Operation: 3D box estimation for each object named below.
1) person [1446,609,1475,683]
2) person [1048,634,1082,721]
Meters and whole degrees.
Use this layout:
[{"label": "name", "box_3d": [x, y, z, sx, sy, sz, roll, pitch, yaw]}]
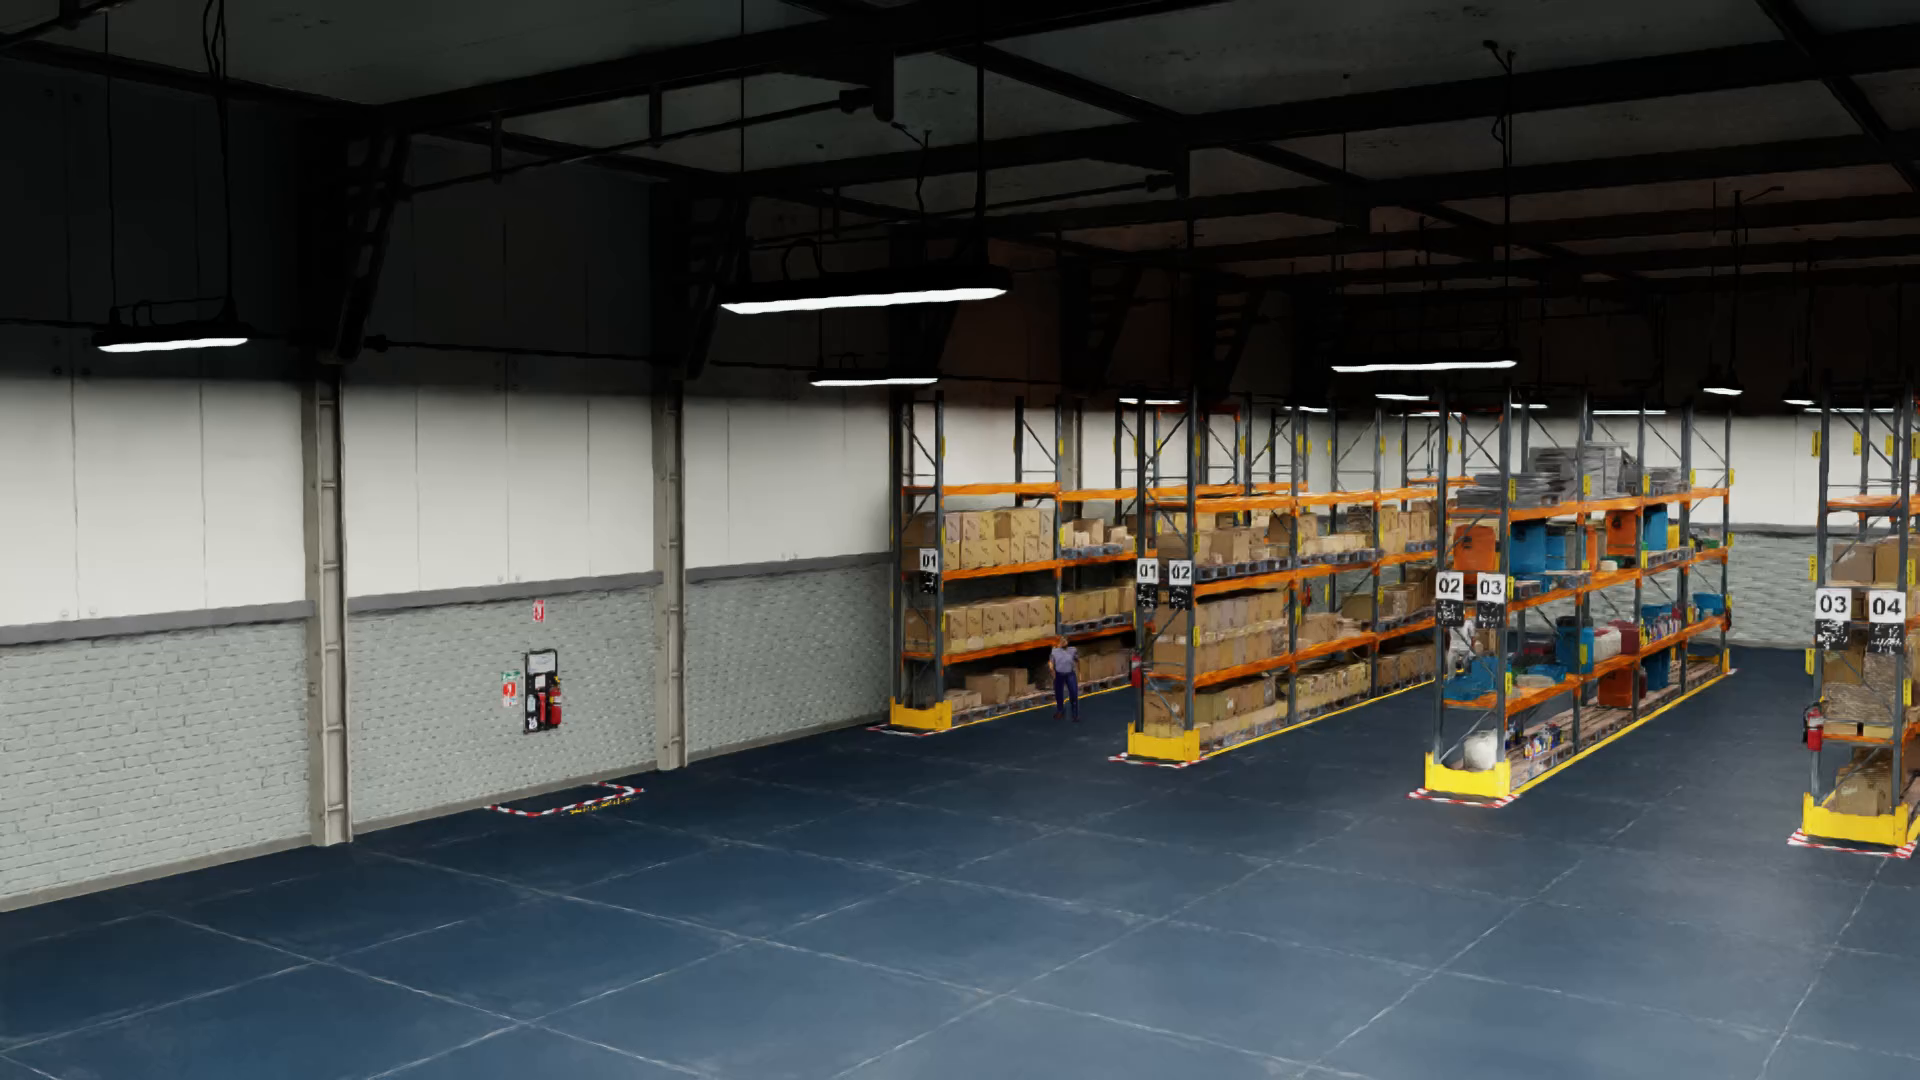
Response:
[{"label": "person", "box_3d": [10.255, 2.218, 34.071, 0.563, 1.707, 1.127, 2, 4, 33]}, {"label": "person", "box_3d": [1.945, 2.495, 30.372, 0.653, 1.588, 0.763, 1, 3, 14]}]
